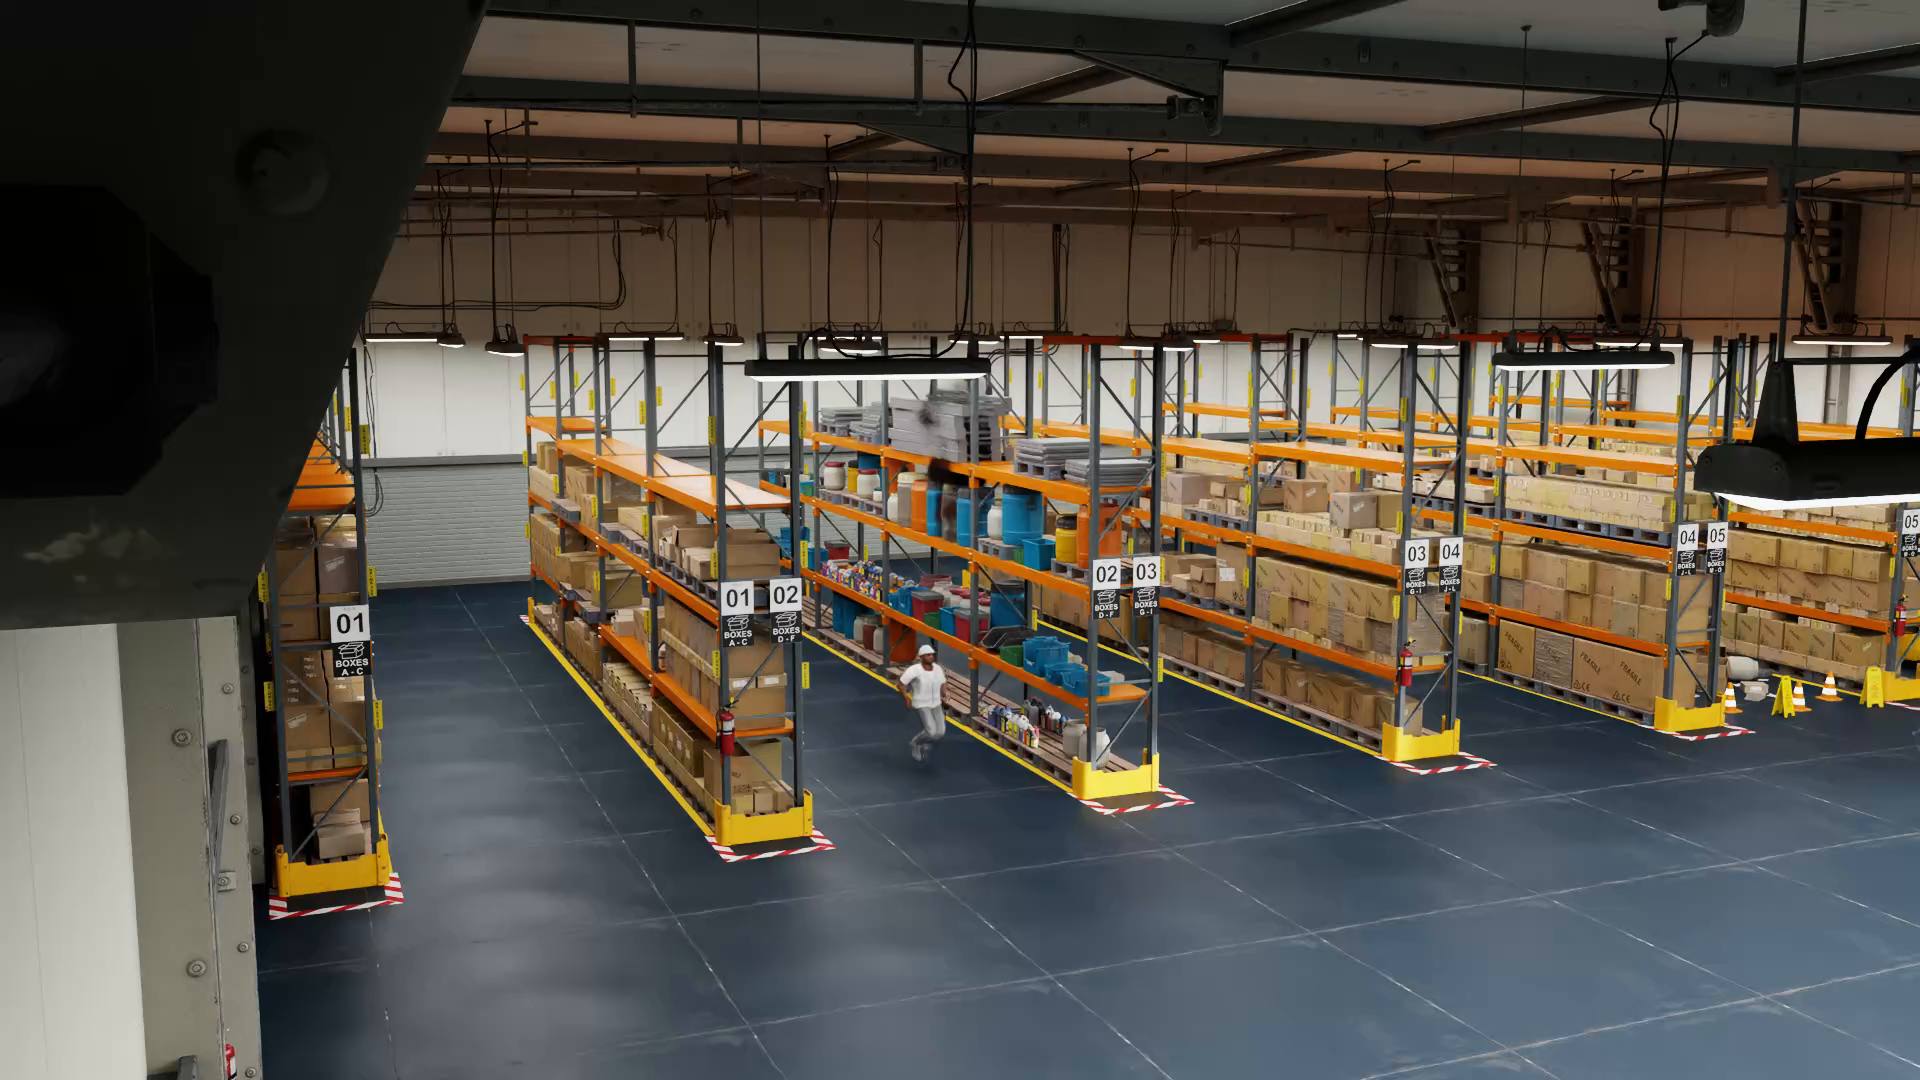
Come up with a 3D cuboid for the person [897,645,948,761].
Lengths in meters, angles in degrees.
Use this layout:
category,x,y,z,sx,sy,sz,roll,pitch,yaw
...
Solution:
category,x,y,z,sx,sy,sz,roll,pitch,yaw
person,-0.444,2.302,23.323,0.685,1.658,0.595,-6,9,-37
